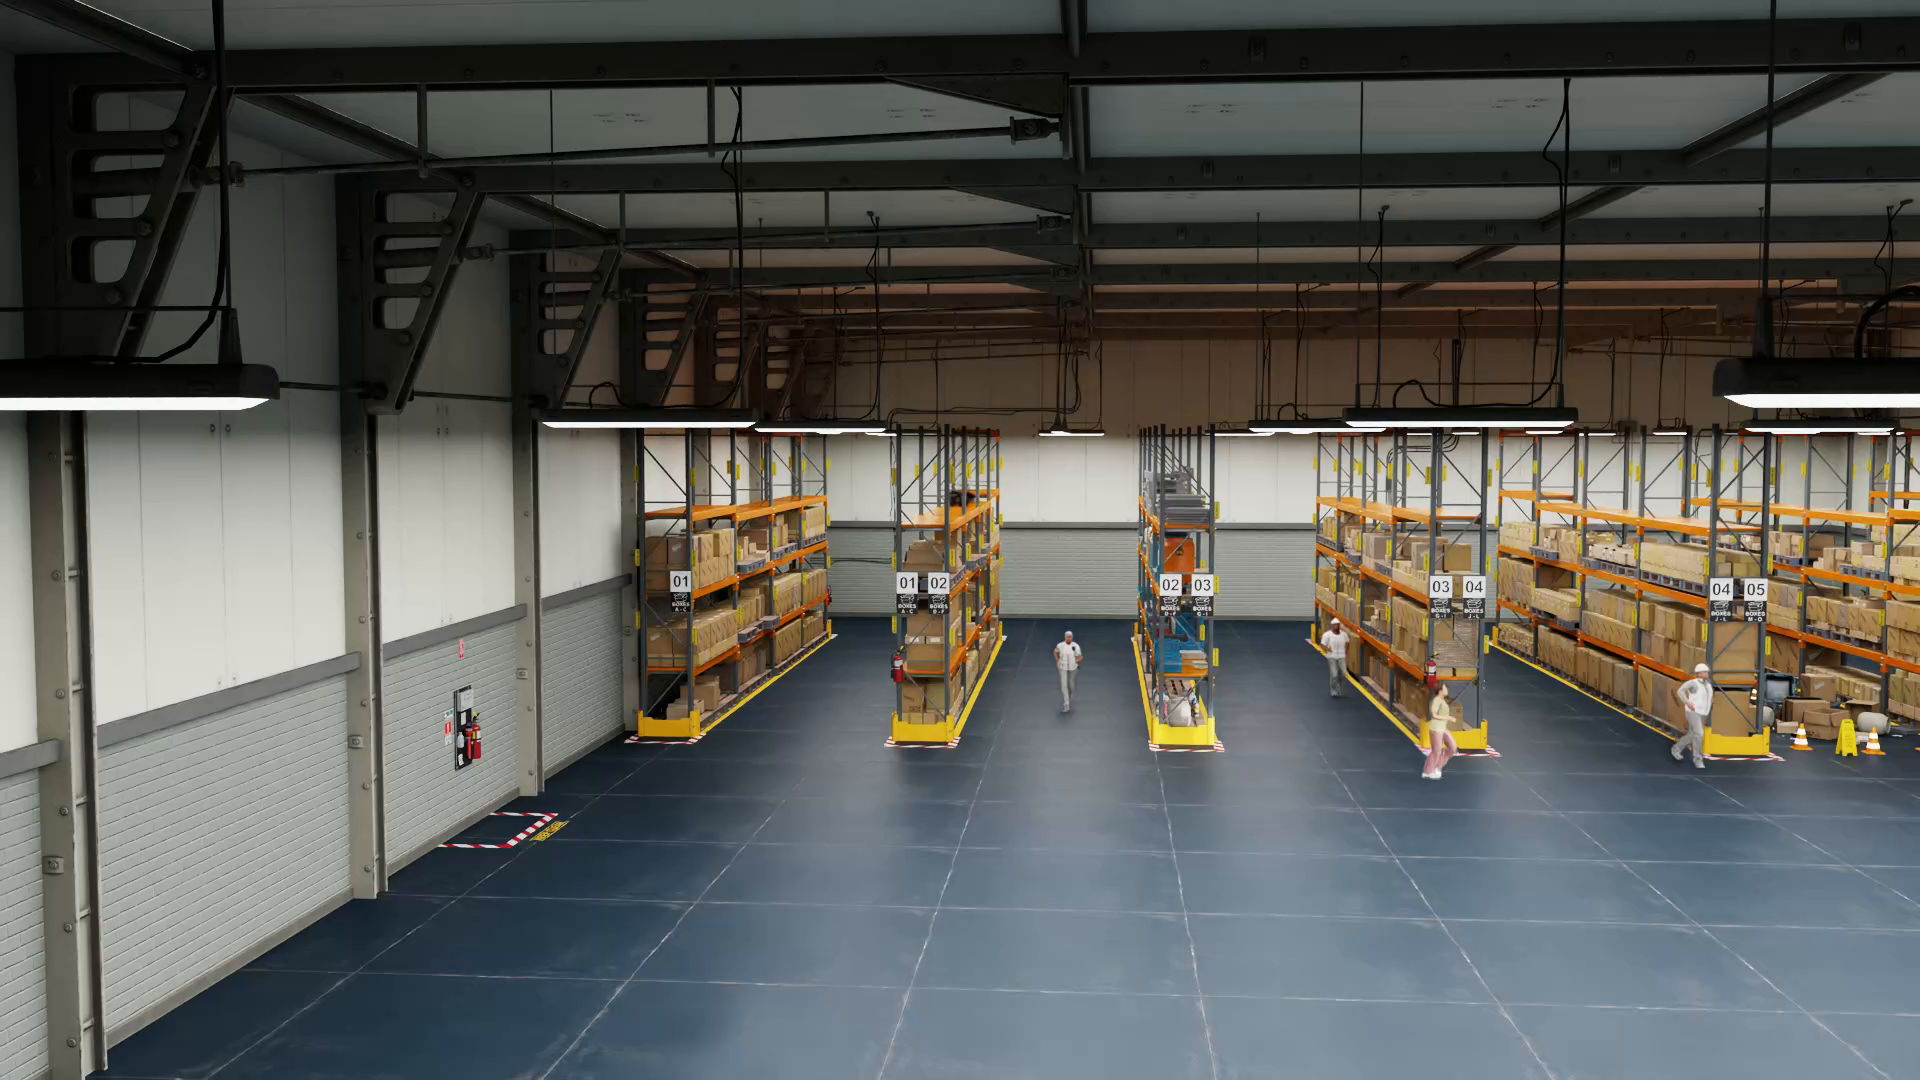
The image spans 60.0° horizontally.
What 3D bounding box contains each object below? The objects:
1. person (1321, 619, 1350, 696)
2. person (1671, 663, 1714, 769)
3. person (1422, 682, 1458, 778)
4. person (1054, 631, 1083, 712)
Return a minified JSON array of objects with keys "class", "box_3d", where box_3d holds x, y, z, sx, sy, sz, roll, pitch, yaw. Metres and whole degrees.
[{"class":"person","box_3d":[8.357,2.604,36.844,0.686,1.721,0.593,0,3,-3]},{"class":"person","box_3d":[12.987,3.073,29.331,0.695,1.803,0.770,-2,4,-33]},{"class":"person","box_3d":[8.044,3.194,27.854,0.606,1.638,0.556,2,4,32]},{"class":"person","box_3d":[2.293,2.759,35.233,0.608,1.673,0.875,0,3,1]}]
